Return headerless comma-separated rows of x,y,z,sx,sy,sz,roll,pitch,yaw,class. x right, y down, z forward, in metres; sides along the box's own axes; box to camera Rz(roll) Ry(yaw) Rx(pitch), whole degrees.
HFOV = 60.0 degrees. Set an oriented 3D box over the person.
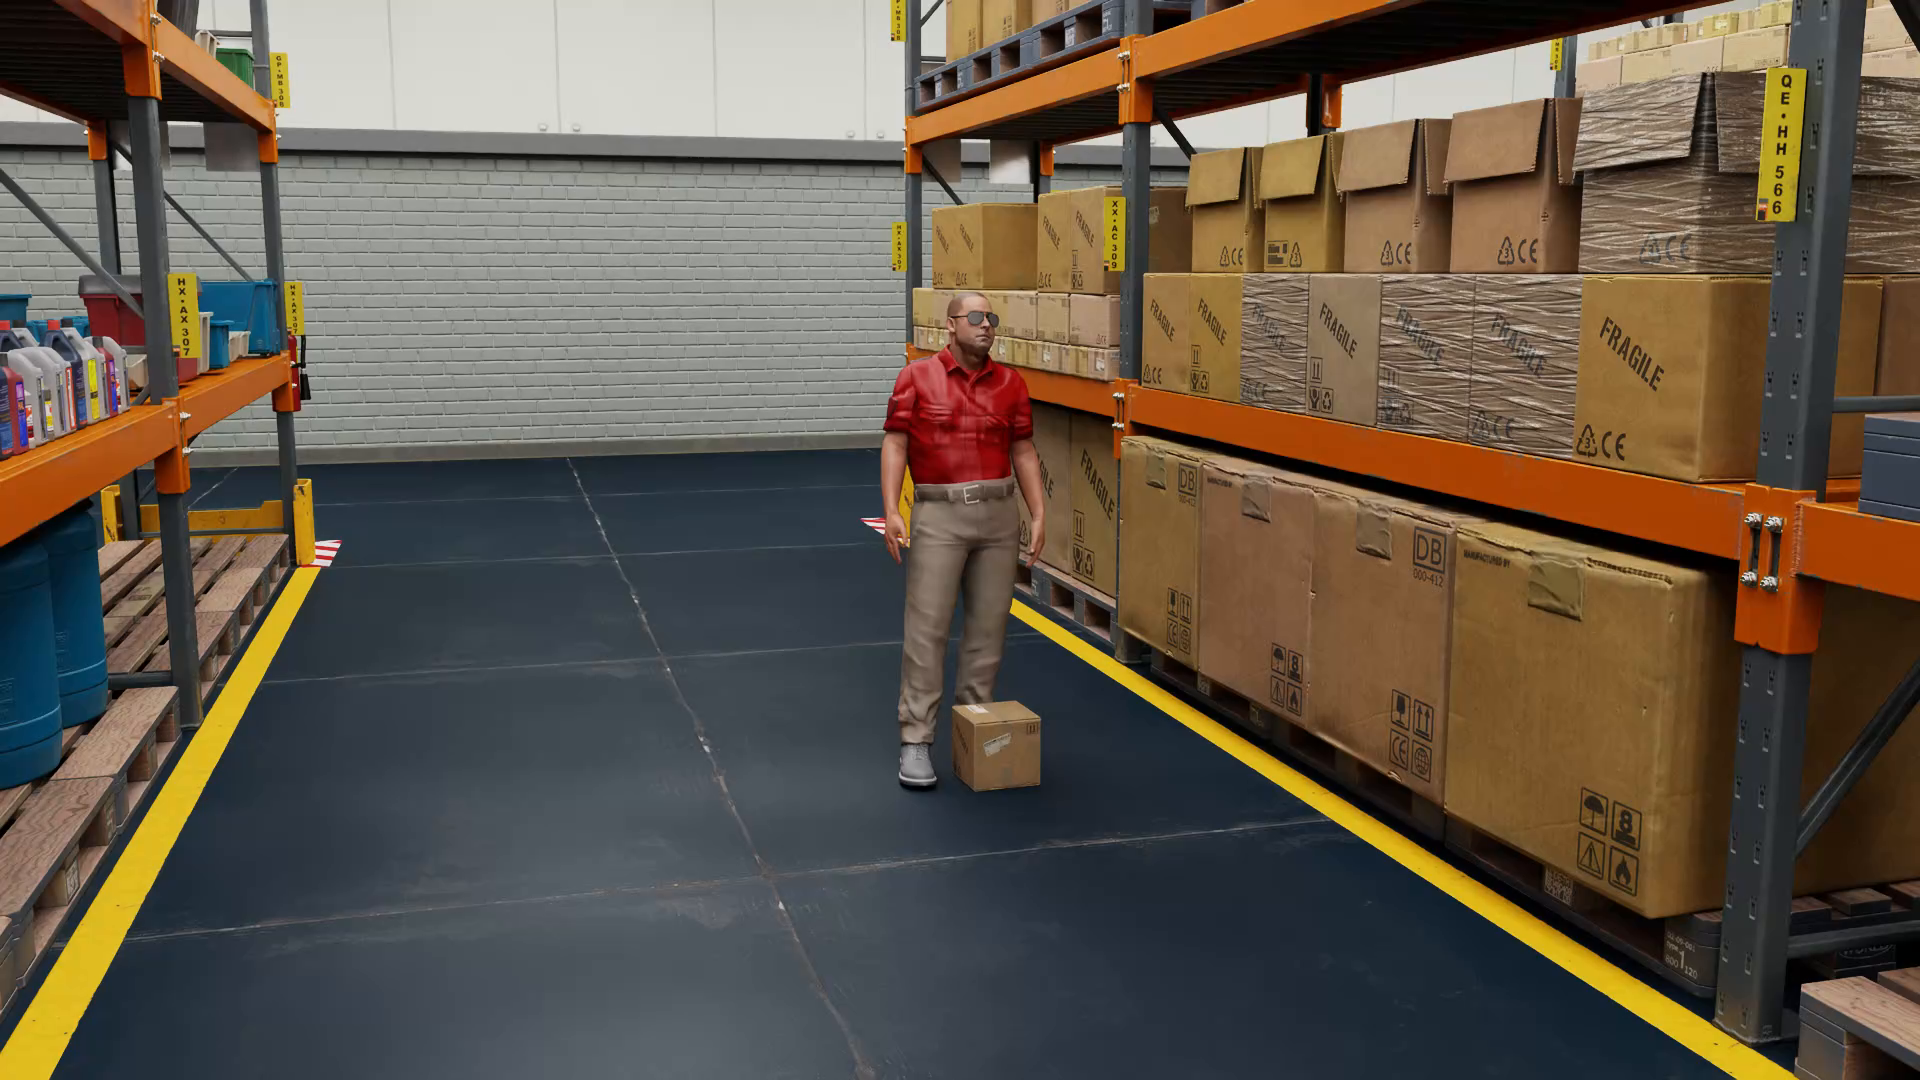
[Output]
0.037,-0.029,6.042,0.641,1.728,0.550,-3,10,-18,person
